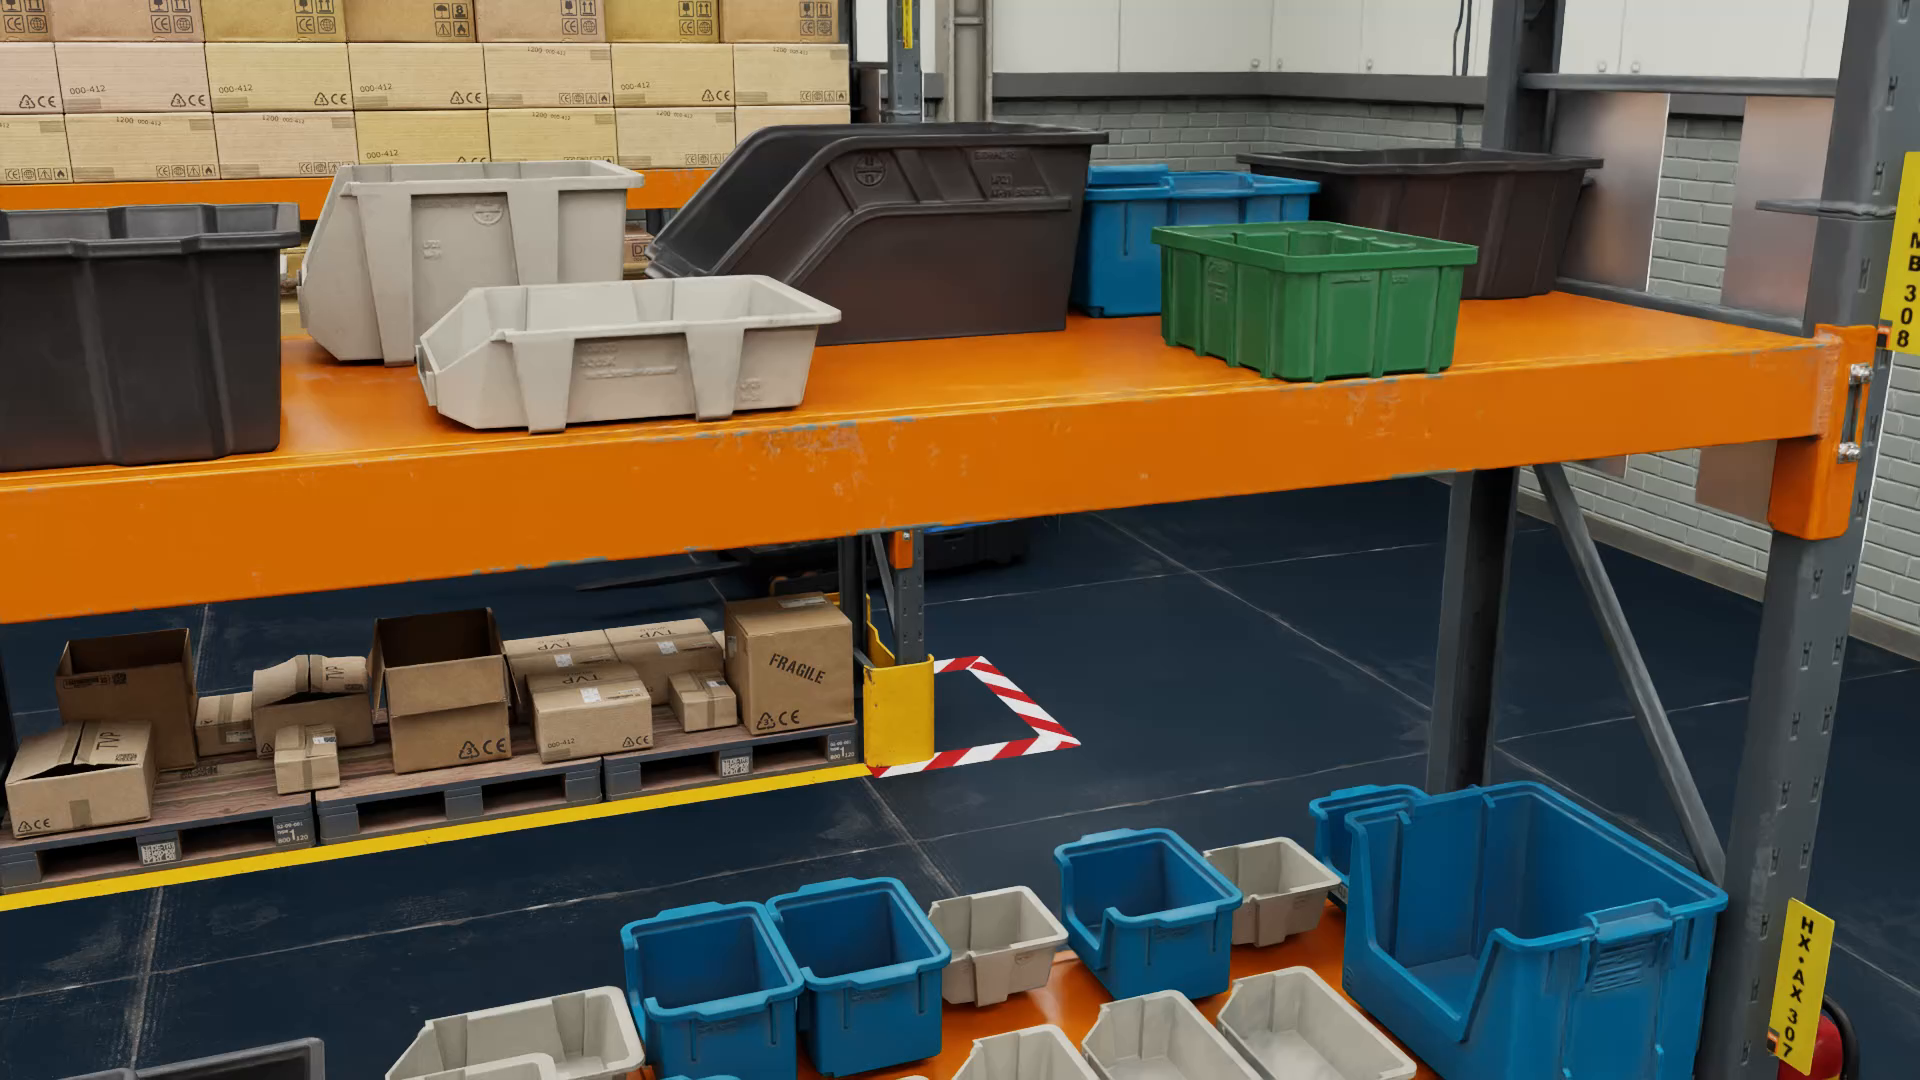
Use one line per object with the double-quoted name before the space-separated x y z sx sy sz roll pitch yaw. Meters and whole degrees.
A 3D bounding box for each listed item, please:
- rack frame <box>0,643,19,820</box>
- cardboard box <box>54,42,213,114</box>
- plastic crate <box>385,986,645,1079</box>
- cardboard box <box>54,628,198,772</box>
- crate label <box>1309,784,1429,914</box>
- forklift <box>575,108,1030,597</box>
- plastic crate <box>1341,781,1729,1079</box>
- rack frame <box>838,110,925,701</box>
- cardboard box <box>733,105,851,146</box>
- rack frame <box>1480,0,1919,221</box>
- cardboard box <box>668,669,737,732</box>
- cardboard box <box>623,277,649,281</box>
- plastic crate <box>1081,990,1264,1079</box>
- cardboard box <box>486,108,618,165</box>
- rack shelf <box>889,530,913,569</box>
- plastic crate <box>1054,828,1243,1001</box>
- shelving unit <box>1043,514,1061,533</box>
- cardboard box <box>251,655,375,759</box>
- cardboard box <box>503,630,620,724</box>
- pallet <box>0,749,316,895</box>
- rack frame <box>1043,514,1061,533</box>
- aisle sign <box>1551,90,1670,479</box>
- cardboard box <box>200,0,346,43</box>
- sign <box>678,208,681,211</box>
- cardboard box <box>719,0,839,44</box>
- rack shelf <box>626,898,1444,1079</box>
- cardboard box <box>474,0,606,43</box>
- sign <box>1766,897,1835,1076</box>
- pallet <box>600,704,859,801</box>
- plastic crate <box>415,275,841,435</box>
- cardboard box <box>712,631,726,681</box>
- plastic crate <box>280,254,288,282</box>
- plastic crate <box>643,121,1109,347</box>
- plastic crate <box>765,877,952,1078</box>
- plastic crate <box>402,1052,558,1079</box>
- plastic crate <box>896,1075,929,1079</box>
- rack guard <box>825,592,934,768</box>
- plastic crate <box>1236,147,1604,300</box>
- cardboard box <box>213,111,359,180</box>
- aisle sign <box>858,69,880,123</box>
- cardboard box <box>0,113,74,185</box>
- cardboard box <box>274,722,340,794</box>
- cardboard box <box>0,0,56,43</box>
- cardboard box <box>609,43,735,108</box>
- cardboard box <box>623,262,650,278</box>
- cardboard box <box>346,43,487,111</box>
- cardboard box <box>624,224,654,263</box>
"rack frame" -4.138 -0.125 6.702 0.127 3.000 1.000 -6 17 -20
"cardboard box" -3.129 -1.767 6.348 0.500 0.250 0.500 -6 17 -20
"plastic crate" -0.851 1.021 3.158 0.466 0.136 0.293 -6 17 -20
"cardboard box" -3.708 0.731 7.442 0.500 0.500 0.500 -6 17 -20
"crate label" 1.017 0.765 3.861 0.303 0.233 0.416 -6 17 -20
"forklift" -1.082 -1.184 10.427 3.031 2.935 1.130 -9 18 -27
"plastic crate" 1.120 0.812 3.340 0.499 0.435 0.616 -6 17 -20
"rack frame" -0.403 -0.529 8.075 0.127 3.000 1.000 -6 17 -20
"cardboard box" -0.789 -1.775 7.261 0.500 0.250 0.500 -6 17 -20
"rack frame" 1.366 -2.104 2.791 0.127 3.000 1.000 -6 17 -20
"cardboard box" -1.233 0.756 7.947 0.250 0.166 0.380 -6 17 -20
"cardboard box" -1.192 -0.888 7.347 0.500 0.500 0.500 -6 17 -19
"plastic crate" 0.393 1.028 3.136 0.243 0.136 0.396 -6 17 -20
"cardboard box" -1.722 -1.673 6.916 0.500 0.250 0.500 -6 17 -20
"rack shelf" -2.271 0.018 7.490 4.000 0.370 1.077 -6 17 -20
"plastic crate" 0.403 0.831 3.635 0.300 0.233 0.416 -6 17 -20
"shelving unit" 0.437 -0.631 11.608 0.503 1.200 0.258 -6 17 -23
"cardboard box" -3.007 0.746 7.726 0.500 0.311 0.500 -6 17 -20
"cardboard box" -1.946 0.660 8.125 0.500 0.250 0.500 -6 17 -20
"pallet" -3.497 1.144 7.330 1.213 0.211 1.003 -6 17 -20
"rack frame" 0.661 -0.656 11.701 0.015 1.200 0.240 -6 17 -23
"aisle sign" 1.327 -0.558 3.560 0.004 0.787 0.394 -6 17 -20
"cardboard box" -2.716 -2.217 6.547 0.500 0.500 0.700 -6 17 -20
"sign" -1.998 -2.357 11.825 0.005 0.325 0.100 -6 17 -20
"cardboard box" -0.877 -2.440 7.307 0.500 0.500 0.700 -6 17 -20
"rack shelf" -0.502 1.322 3.051 4.000 0.370 1.077 -6 17 -20
"cardboard box" -1.803 -2.333 6.943 0.500 0.500 0.700 -6 17 -20
"sign" 1.578 0.840 3.126 0.005 0.325 0.100 -6 17 -20
"pallet" -1.218 0.898 8.167 1.213 0.211 1.003 -6 17 -20
"plastic crate" -0.475 -0.264 2.319 0.530 0.136 0.437 -6 17 -20
"cardboard box" -1.151 0.597 8.491 0.250 0.166 0.380 -6 17 -20
"plastic crate" -1.318 -0.363 2.655 0.466 0.136 0.293 -6 17 -20
"plastic crate" -0.159 -0.553 2.944 0.767 0.338 0.504 -6 17 -20
"plastic crate" -0.212 0.897 3.409 0.300 0.233 0.416 -6 17 -20
"plastic crate" -0.878 1.101 2.630 0.530 0.282 0.437 -6 17 -20
"plastic crate" -0.128 1.097 2.900 0.250 0.136 0.298 -6 17 -20
"rack guard" -0.474 0.678 8.401 0.348 0.500 1.175 -6 17 -20
"plastic crate" 0.907 -0.636 3.349 0.590 0.269 0.497 -6 17 -20
"cardboard box" -2.660 -1.576 6.584 0.500 0.250 0.500 -6 17 -20
"aisle sign" -0.444 -1.860 7.995 0.004 0.787 0.394 -6 17 -20
"cardboard box" -3.596 -1.477 6.246 0.500 0.250 0.500 -6 17 -20
"cardboard box" -2.865 0.948 7.295 0.250 0.166 0.380 -6 17 -20
"cardboard box" -3.698 -2.151 6.325 0.500 0.500 0.700 -6 17 -20
"cardboard box" -1.258 -1.967 7.026 0.500 0.250 0.500 -6 17 -20
"cardboard box" -1.397 -1.026 7.818 0.500 0.500 0.500 -6 17 -20
"cardboard box" -2.191 -1.865 6.681 0.500 0.250 0.500 -6 17 -20
"cardboard box" -2.652 -1.922 12.286 0.700 0.700 0.980 -5 17 -18
